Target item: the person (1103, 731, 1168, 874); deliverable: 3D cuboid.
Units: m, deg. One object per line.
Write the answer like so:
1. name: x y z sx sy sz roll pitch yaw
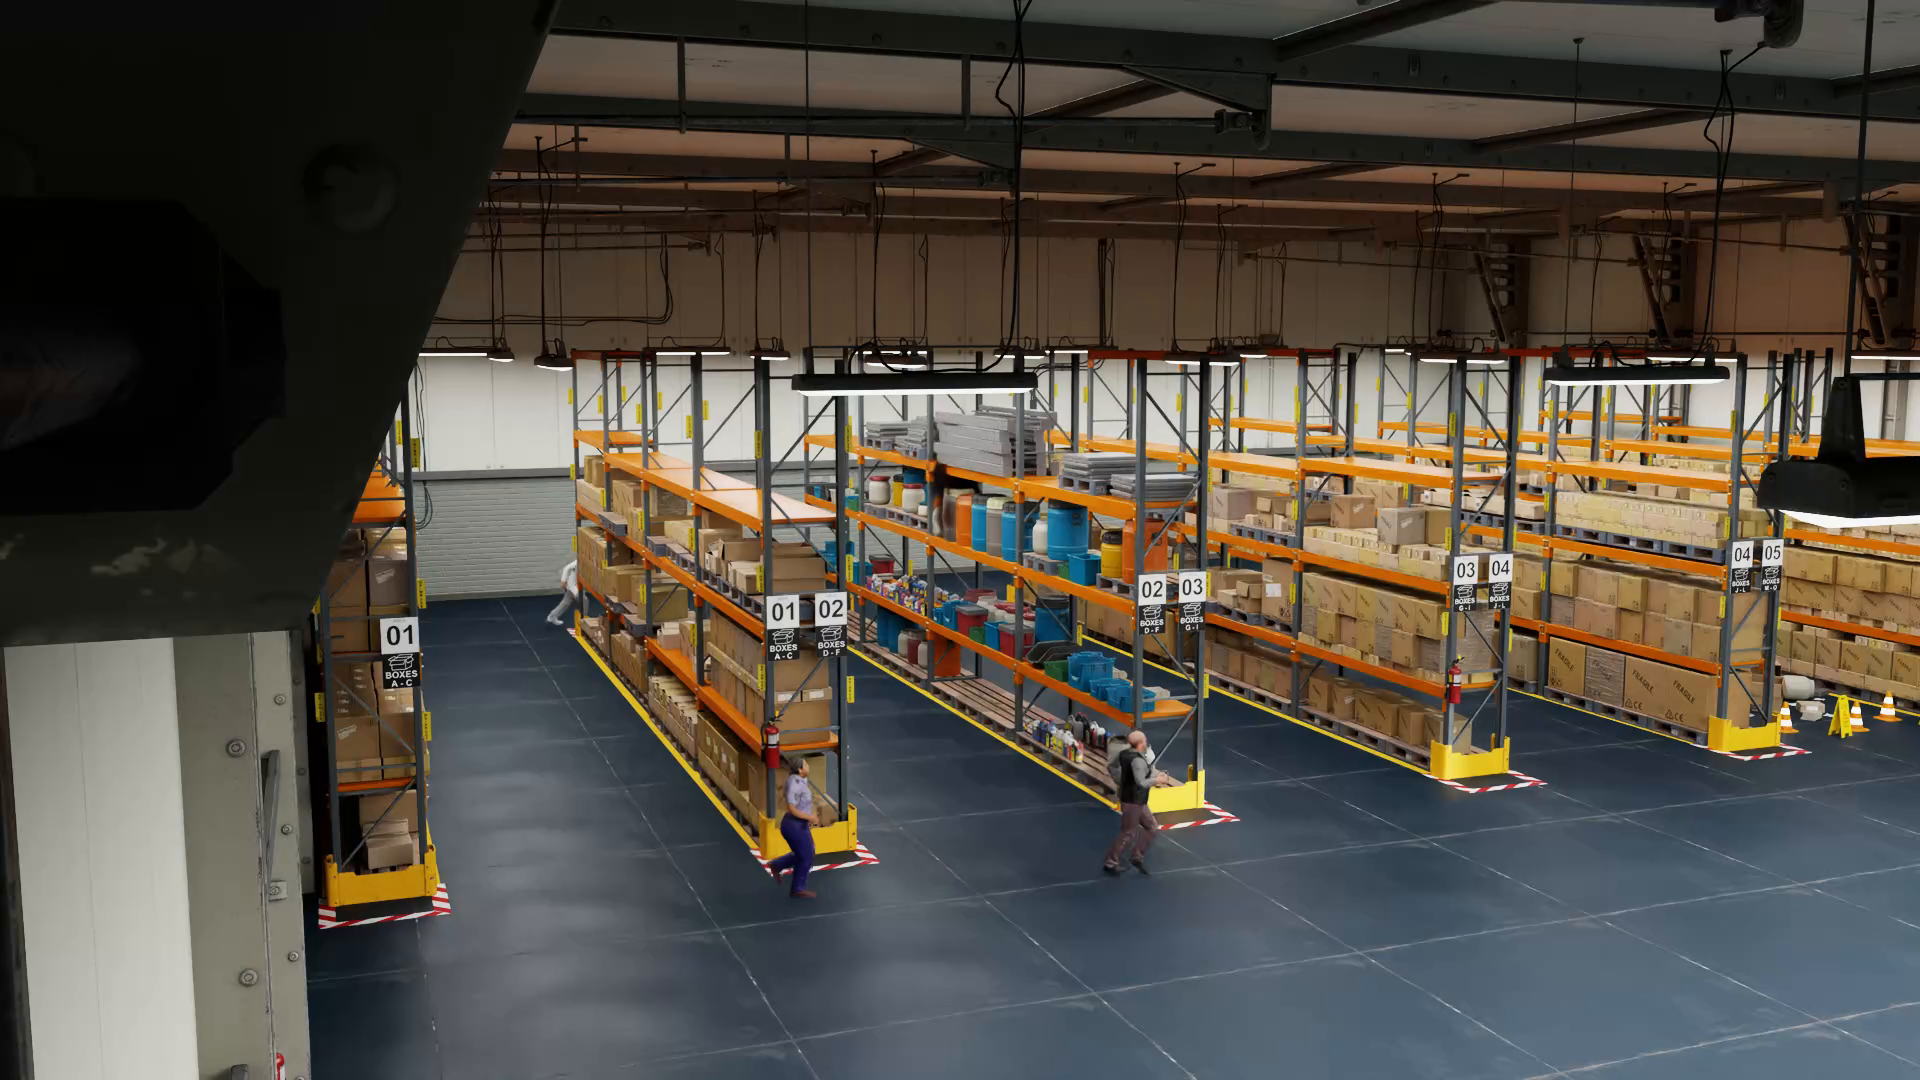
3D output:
1. person: 2.043 3.097 19.359 0.749 1.771 0.608 0 7 -1

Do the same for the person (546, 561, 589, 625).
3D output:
1. person: -8.368 1.049 35.913 1.160 1.624 0.738 1 7 5

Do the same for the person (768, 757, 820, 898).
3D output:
1. person: -1.852 3.238 18.676 0.568 1.613 0.598 0 7 -4
